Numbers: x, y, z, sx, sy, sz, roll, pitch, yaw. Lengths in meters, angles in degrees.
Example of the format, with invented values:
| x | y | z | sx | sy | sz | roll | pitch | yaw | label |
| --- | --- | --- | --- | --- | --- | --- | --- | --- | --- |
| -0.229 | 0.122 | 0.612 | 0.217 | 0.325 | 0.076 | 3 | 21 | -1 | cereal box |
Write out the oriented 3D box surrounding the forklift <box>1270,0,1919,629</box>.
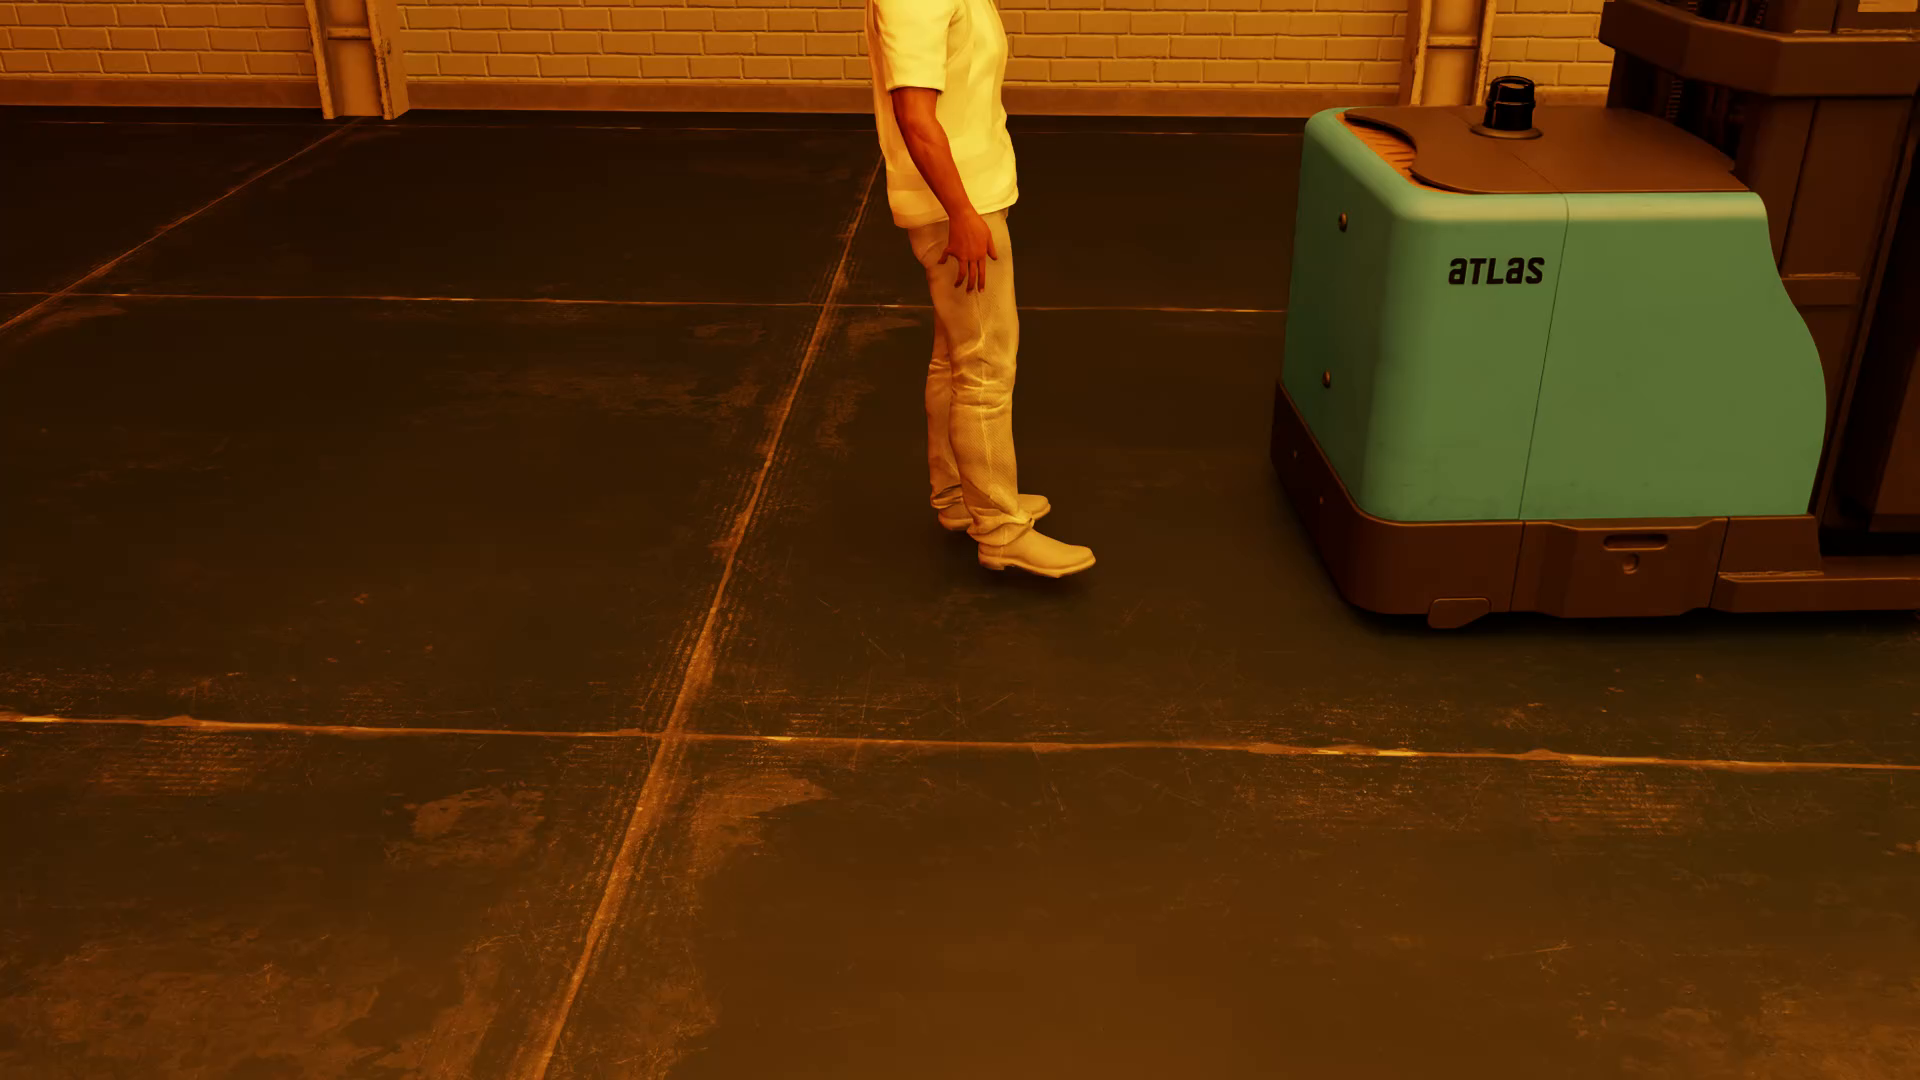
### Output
| x | y | z | sx | sy | sz | roll | pitch | yaw | label |
| --- | --- | --- | --- | --- | --- | --- | --- | --- | --- |
| 2.435 | -1.329 | 3.903 | 3.031 | 2.935 | 1.130 | -1 | 26 | -2 | forklift |

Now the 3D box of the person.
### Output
| x | y | z | sx | sy | sz | roll | pitch | yaw | label |
| --- | --- | --- | --- | --- | --- | --- | --- | --- | --- |
| 0.070 | -0.831 | 4.103 | 0.574 | 1.767 | 0.666 | 1 | 26 | 2 | person |
